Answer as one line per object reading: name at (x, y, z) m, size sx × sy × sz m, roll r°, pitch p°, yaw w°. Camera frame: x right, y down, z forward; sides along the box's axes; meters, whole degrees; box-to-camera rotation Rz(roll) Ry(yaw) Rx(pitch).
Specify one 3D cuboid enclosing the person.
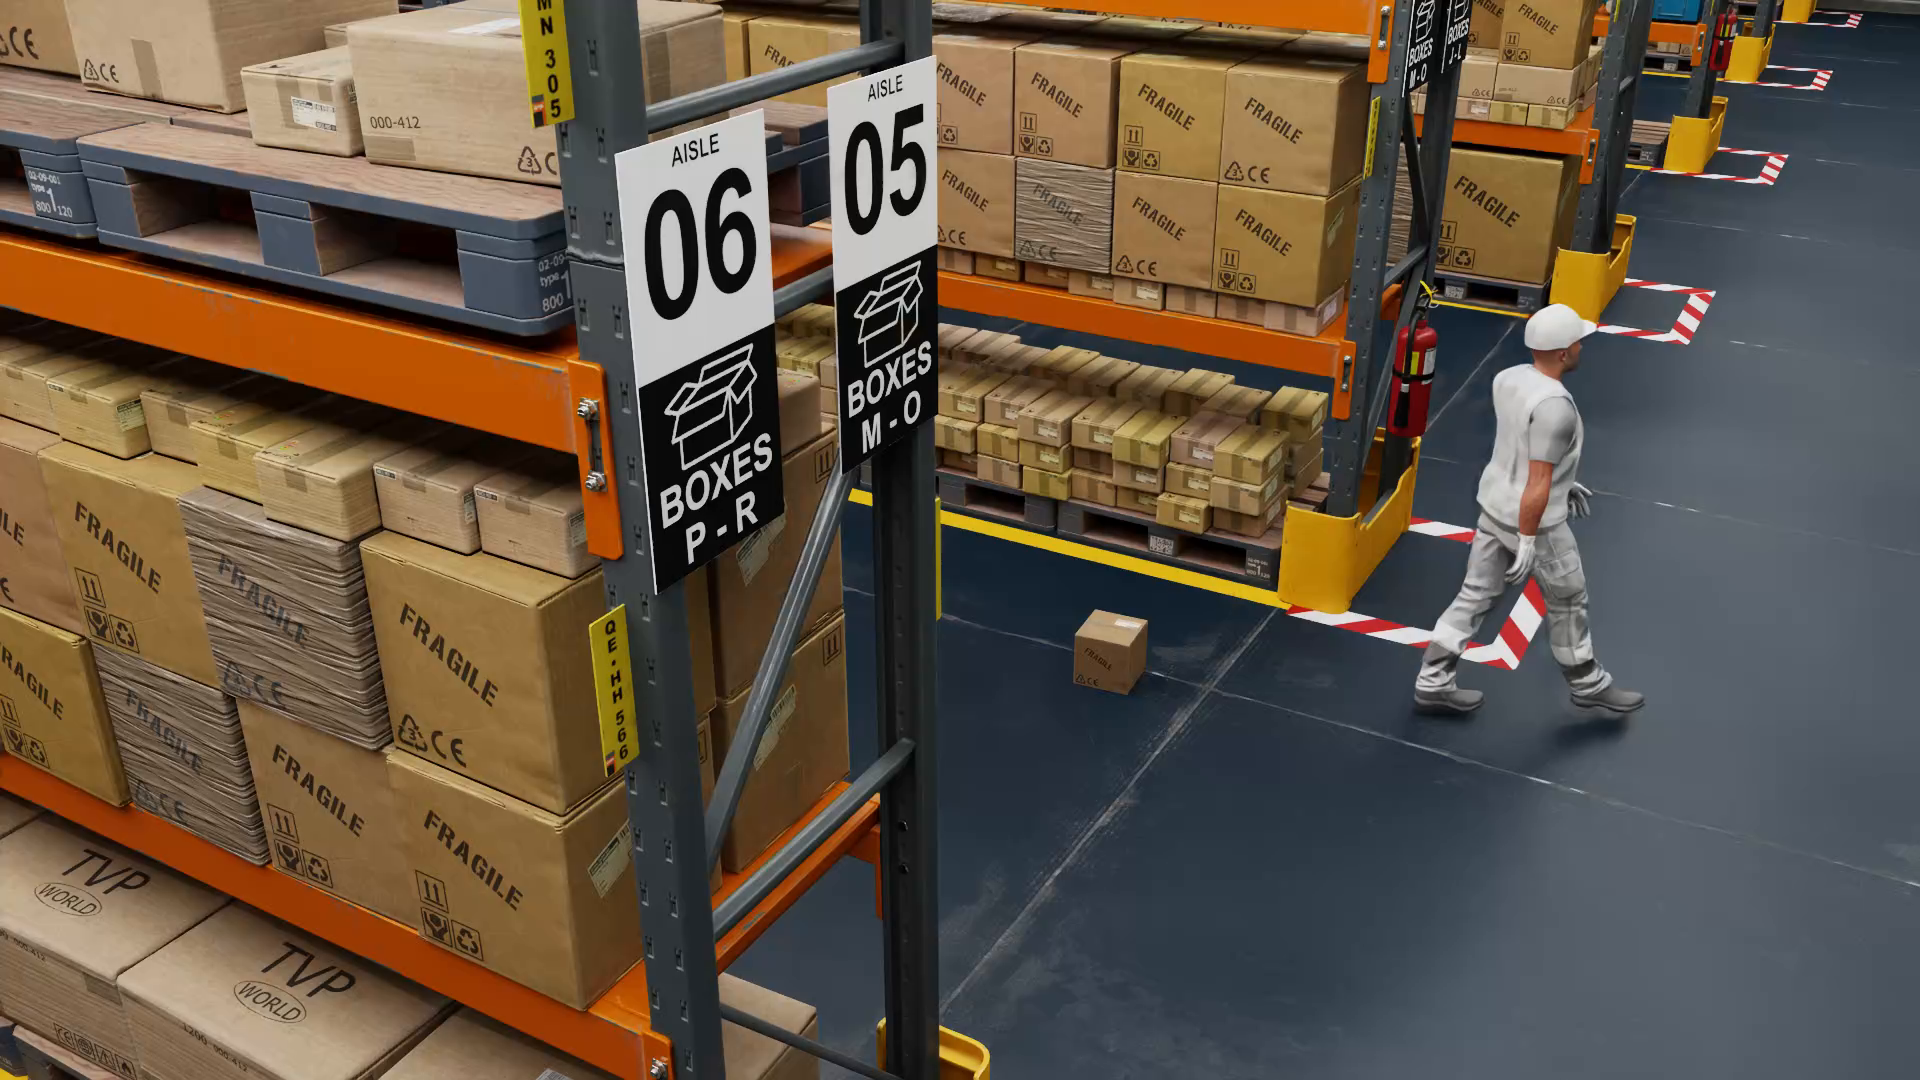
person at (2.401, -0.101, 6.740) m, size 0.948 × 1.745 × 0.637 m, roll -4°, pitch 27°, yaw -8°
